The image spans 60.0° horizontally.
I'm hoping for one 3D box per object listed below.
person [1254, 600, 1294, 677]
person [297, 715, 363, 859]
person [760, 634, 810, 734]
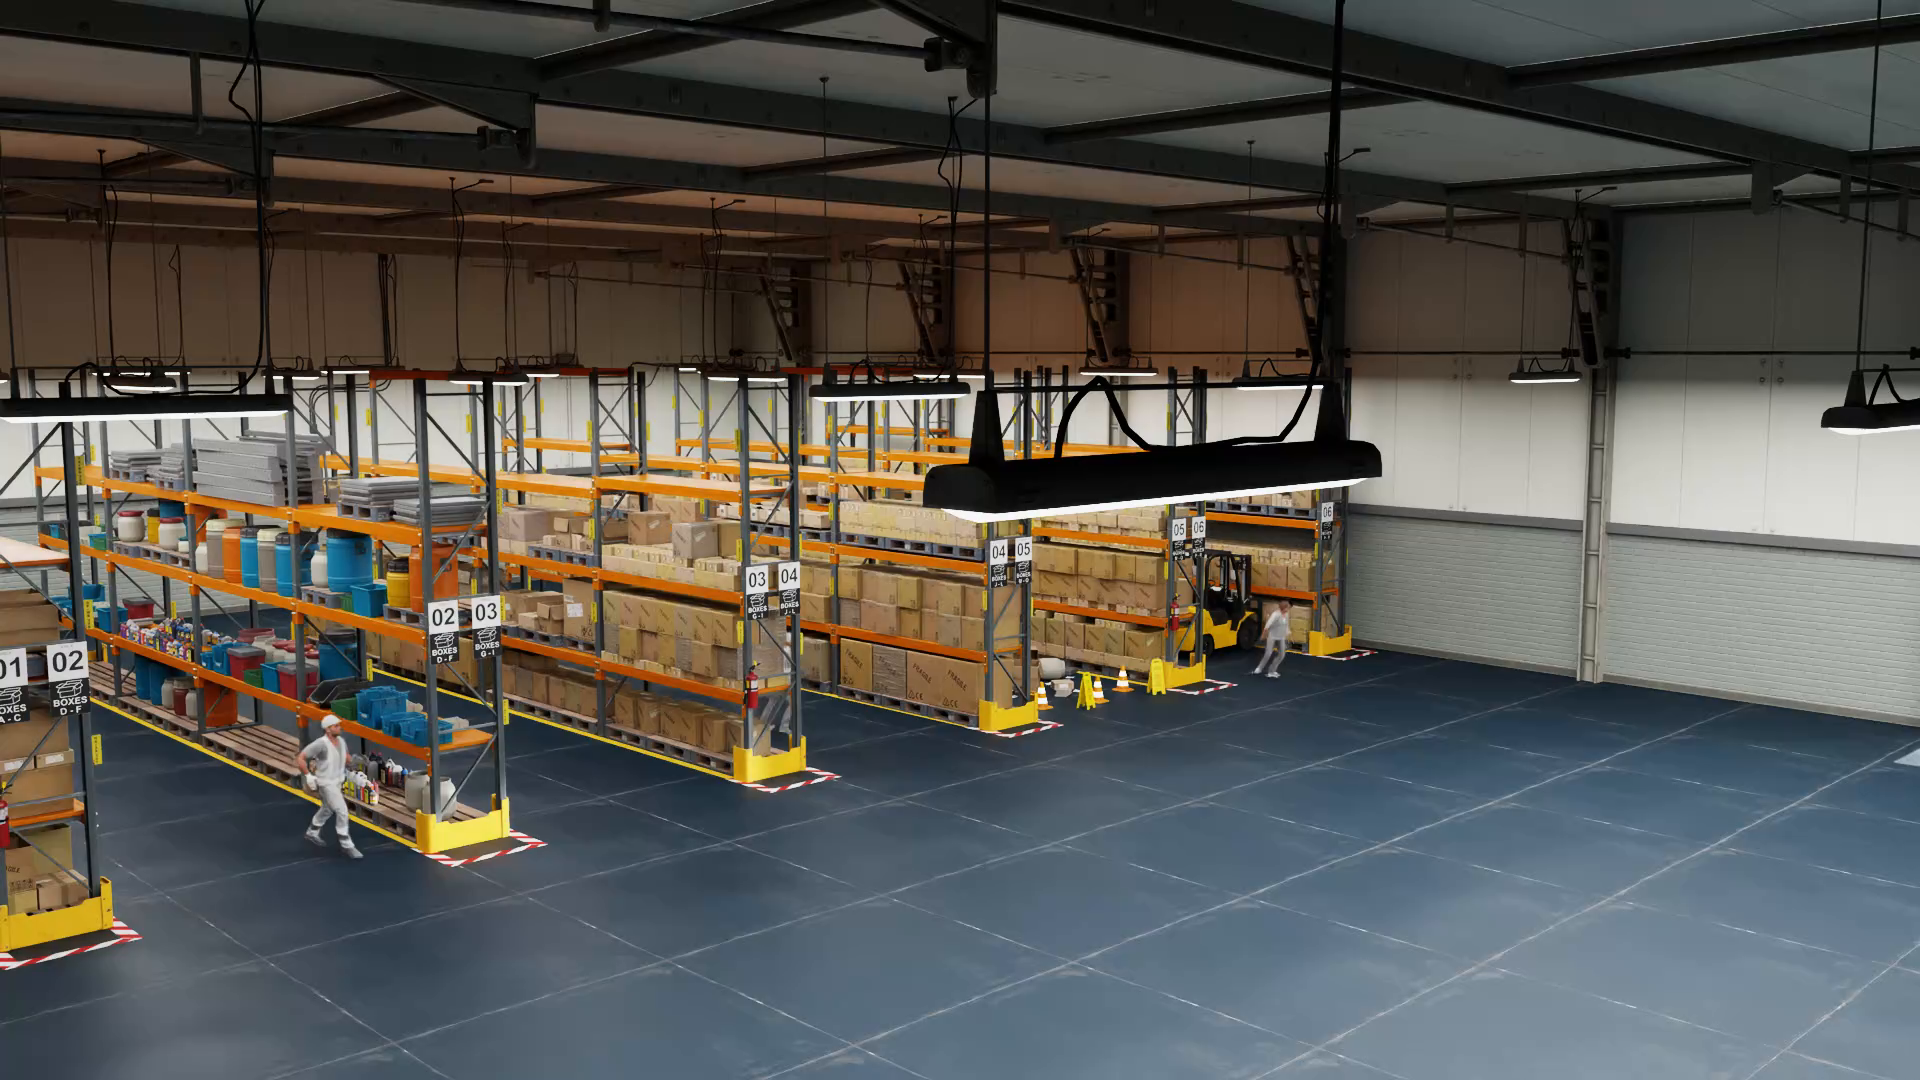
[{"bbox_3d":[6.126,1.916,32.437,0.671,1.527,0.588,-3,7,-27],"label":"person"},{"bbox_3d":[-7.941,3.022,20.841,0.902,1.691,0.721,2,7,14],"label":"person"},{"bbox_3d":[-2.892,2.384,27.659,0.832,1.720,0.686,-2,7,-20],"label":"person"}]
